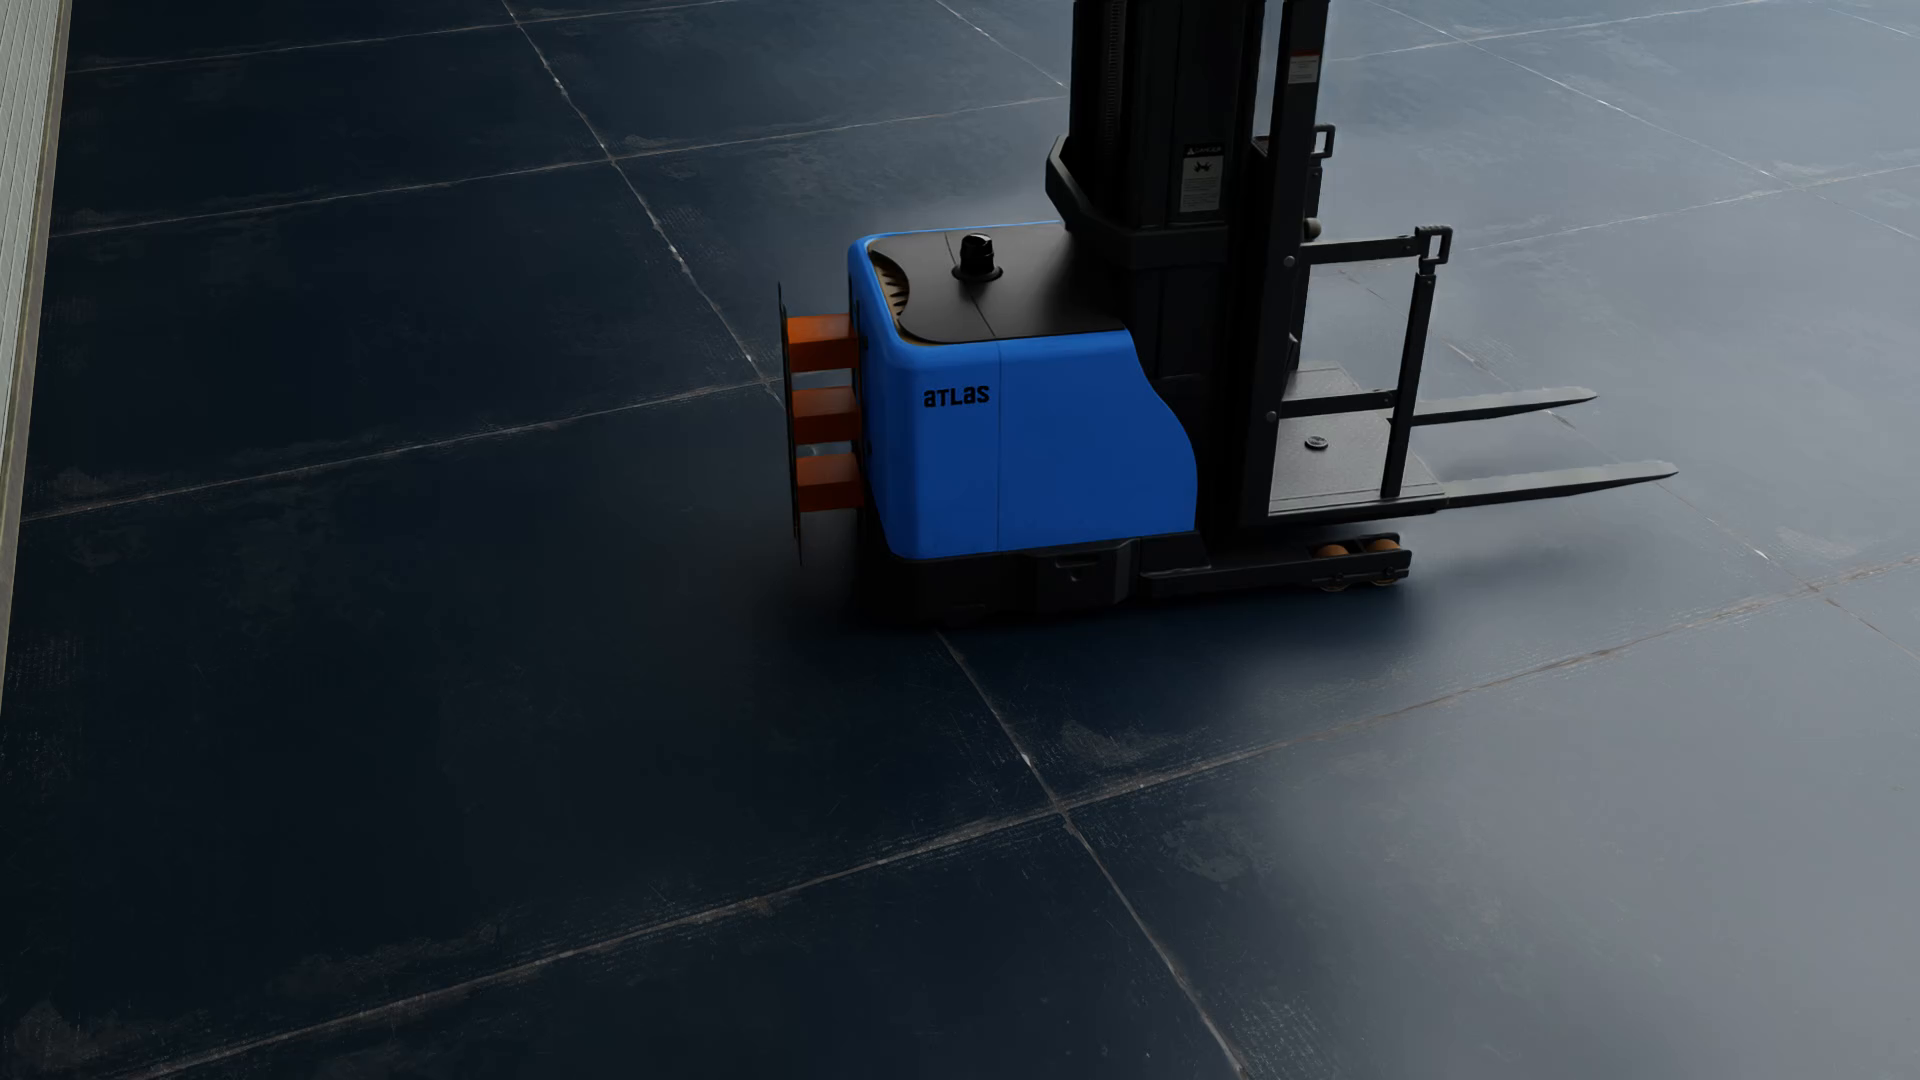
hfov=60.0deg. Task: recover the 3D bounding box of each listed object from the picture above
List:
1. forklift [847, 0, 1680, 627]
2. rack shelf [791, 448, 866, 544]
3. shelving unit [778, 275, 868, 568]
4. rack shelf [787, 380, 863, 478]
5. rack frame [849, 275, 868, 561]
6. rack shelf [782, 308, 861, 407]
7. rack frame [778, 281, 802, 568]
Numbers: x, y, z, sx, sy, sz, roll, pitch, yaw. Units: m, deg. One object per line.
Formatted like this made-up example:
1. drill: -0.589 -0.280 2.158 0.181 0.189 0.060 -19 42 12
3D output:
1. forklift: 1.153 -1.320 5.591 3.031 2.935 1.130 -6 34 -9
2. rack shelf: -0.481 -0.163 6.066 0.240 0.259 0.215 -6 34 -9
3. shelving unit: -0.481 -0.404 5.909 0.252 1.050 0.215 -6 34 -9
4. rack shelf: -0.481 -0.396 5.915 0.240 0.259 0.215 -6 34 -9
5. rack frame: -0.361 -0.417 5.928 0.008 1.050 0.200 -6 34 -9
6. rack shelf: -0.481 -0.633 5.760 0.240 0.259 0.215 -6 34 -9
7. rack frame: -0.601 -0.392 5.889 0.008 1.050 0.200 -6 34 -9
